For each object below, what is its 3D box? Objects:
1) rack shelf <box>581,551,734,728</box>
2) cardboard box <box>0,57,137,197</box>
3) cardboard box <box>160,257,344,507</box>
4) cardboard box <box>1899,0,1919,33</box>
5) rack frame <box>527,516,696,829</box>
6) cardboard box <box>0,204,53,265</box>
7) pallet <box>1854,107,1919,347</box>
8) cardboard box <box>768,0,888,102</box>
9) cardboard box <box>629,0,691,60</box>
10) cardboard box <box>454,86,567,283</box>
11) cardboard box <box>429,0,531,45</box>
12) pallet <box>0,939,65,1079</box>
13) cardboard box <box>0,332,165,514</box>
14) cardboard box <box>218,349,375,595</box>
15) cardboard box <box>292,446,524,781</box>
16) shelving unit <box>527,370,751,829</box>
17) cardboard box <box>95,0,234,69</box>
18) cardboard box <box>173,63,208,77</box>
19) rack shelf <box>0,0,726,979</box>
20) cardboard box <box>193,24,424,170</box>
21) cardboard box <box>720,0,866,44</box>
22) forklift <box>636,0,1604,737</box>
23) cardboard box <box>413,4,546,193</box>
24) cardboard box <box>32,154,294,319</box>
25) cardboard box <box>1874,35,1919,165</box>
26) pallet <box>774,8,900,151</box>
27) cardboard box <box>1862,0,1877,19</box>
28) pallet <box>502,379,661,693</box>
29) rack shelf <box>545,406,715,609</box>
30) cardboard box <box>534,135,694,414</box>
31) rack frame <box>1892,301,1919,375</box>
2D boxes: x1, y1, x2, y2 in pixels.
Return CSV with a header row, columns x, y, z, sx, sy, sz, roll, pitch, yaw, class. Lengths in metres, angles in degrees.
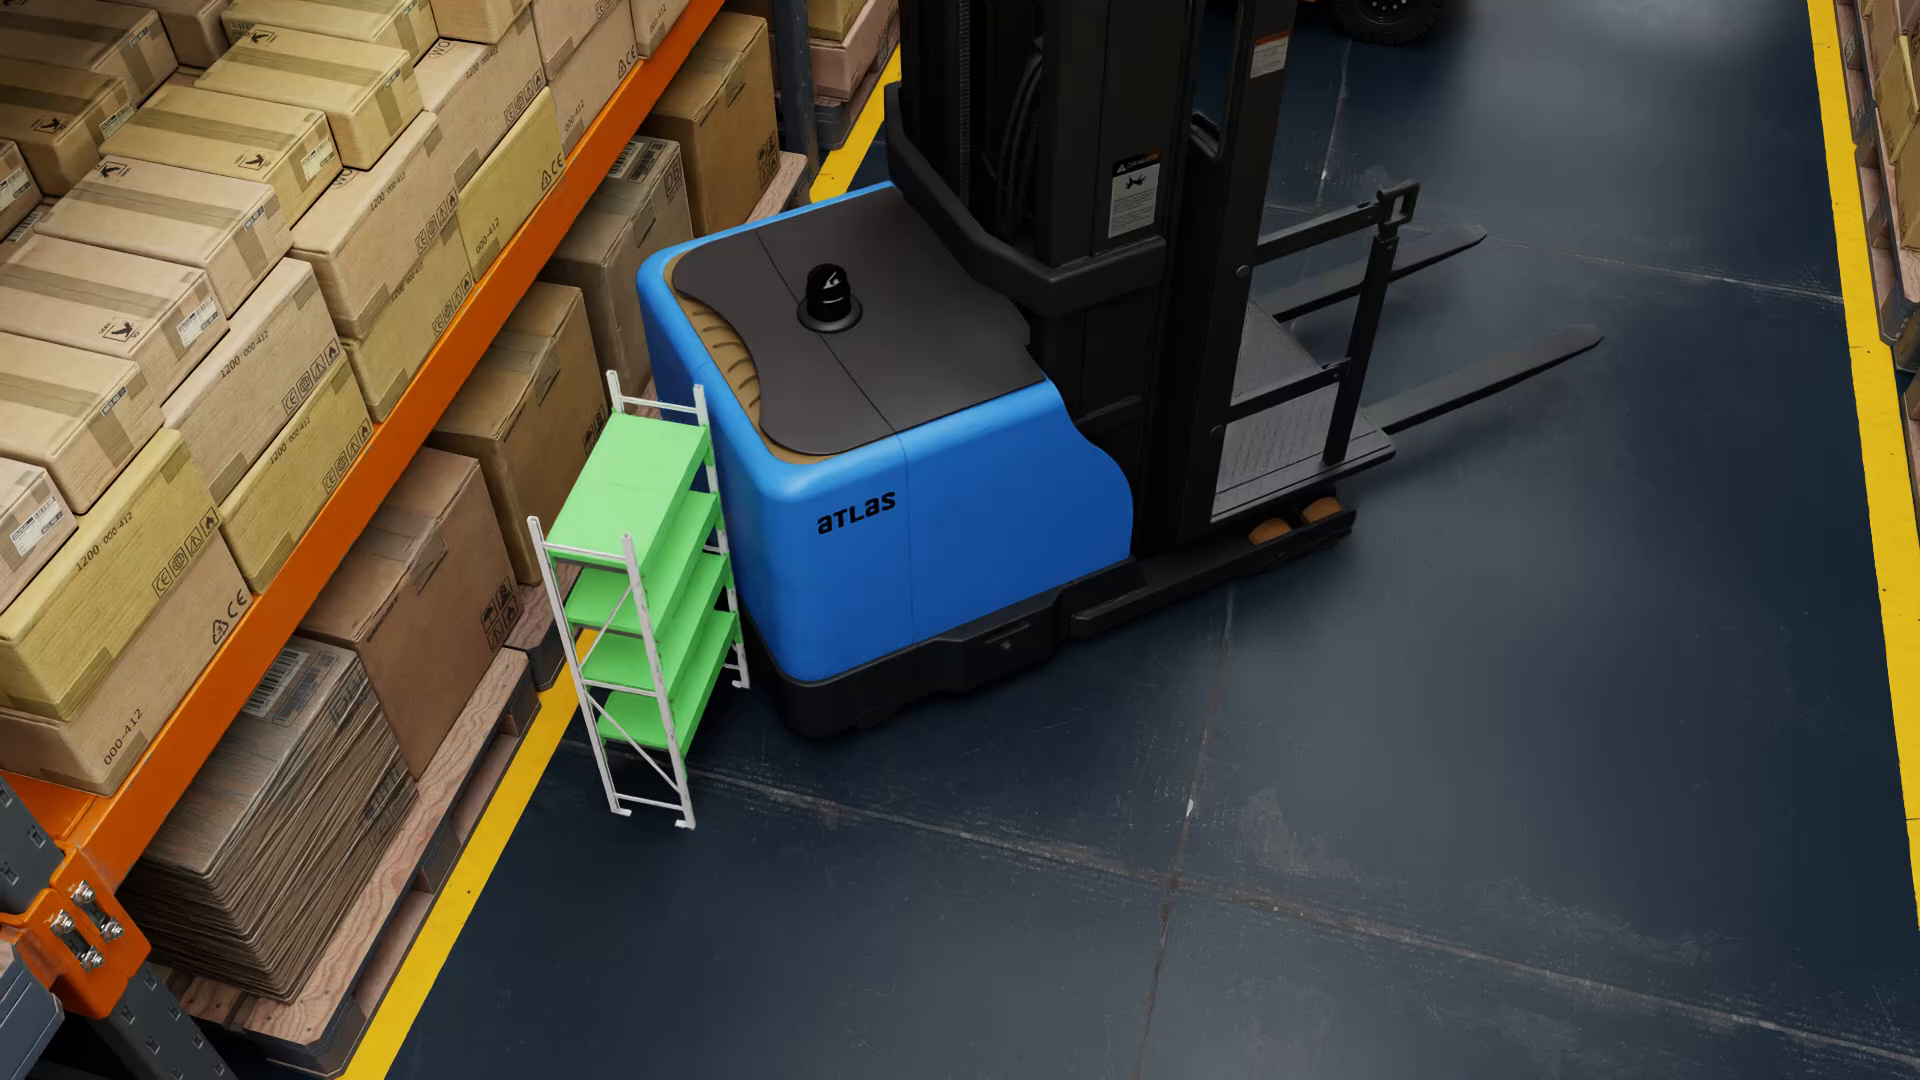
x,y,z,sx,sy,sz,roll,pitch,yaw,class
-0.788,0.233,4.329,0.258,0.148,0.480,10,49,9,rack shelf
-1.982,-0.880,3.527,0.380,0.149,0.250,11,50,10,cardboard box
-1.616,-0.356,3.330,0.500,0.250,0.500,13,50,11,cardboard box
3.903,-2.218,6.260,0.500,0.500,0.500,14,50,12,cardboard box
-0.842,0.369,4.124,0.240,1.200,0.015,10,49,9,rack frame
-2.118,-0.471,3.432,0.500,0.250,0.500,12,50,10,cardboard box
3.884,-1.092,6.073,1.003,0.211,1.213,12,50,10,pallet
-0.602,-2.012,6.579,0.500,0.250,0.500,12,50,10,cardboard box
-1.056,-1.668,4.822,0.500,0.250,0.500,11,50,10,cardboard box
-1.345,-0.940,4.179,0.500,0.250,0.500,13,50,11,cardboard box
-1.227,-1.318,3.914,0.380,0.149,0.250,10,49,9,cardboard box
-2.212,0.962,2.528,1.213,0.211,1.003,12,50,10,pallet
-1.664,-0.219,2.943,0.380,0.149,0.250,13,50,11,cardboard box
-1.612,-0.191,3.518,0.500,0.250,0.500,11,49,9,cardboard box
-1.760,0.119,4.448,0.875,0.625,0.625,13,50,11,cardboard box
-0.788,0.191,4.281,0.258,1.200,0.503,10,49,9,shelving unit
-1.826,-1.243,3.847,0.380,0.149,0.250,13,50,11,cardboard box
-1.844,-1.195,4.071,0.500,0.250,0.500,11,49,9,cardboard box
-1.575,-0.814,4.448,1.077,0.370,4.000,12,50,10,rack shelf
-1.404,-0.961,3.598,0.380,0.149,0.250,13,50,11,cardboard box
-0.624,-2.182,6.396,0.500,0.250,0.500,11,50,10,cardboard box
0.657,-1.209,4.362,3.031,2.935,1.130,-21,52,-18,forklift
-1.351,-1.105,3.992,0.500,0.250,0.500,12,50,11,cardboard box
-1.565,-0.601,3.281,0.380,0.149,0.250,12,50,10,cardboard box
3.768,-1.619,6.232,0.500,0.250,0.500,10,49,9,cardboard box
-0.799,-2.143,7.000,1.003,0.211,1.213,12,50,10,pallet
4.042,-2.350,6.878,0.500,0.250,0.500,15,50,13,cardboard box
-1.524,-0.150,5.242,1.003,0.211,1.213,12,50,10,pallet
-0.788,-0.085,3.969,0.258,0.148,0.480,10,49,9,rack shelf
-1.387,-0.912,5.358,0.875,0.625,0.625,11,50,10,cardboard box
3.741,-1.522,4.593,1.000,3.000,0.127,12,50,10,rack frame
